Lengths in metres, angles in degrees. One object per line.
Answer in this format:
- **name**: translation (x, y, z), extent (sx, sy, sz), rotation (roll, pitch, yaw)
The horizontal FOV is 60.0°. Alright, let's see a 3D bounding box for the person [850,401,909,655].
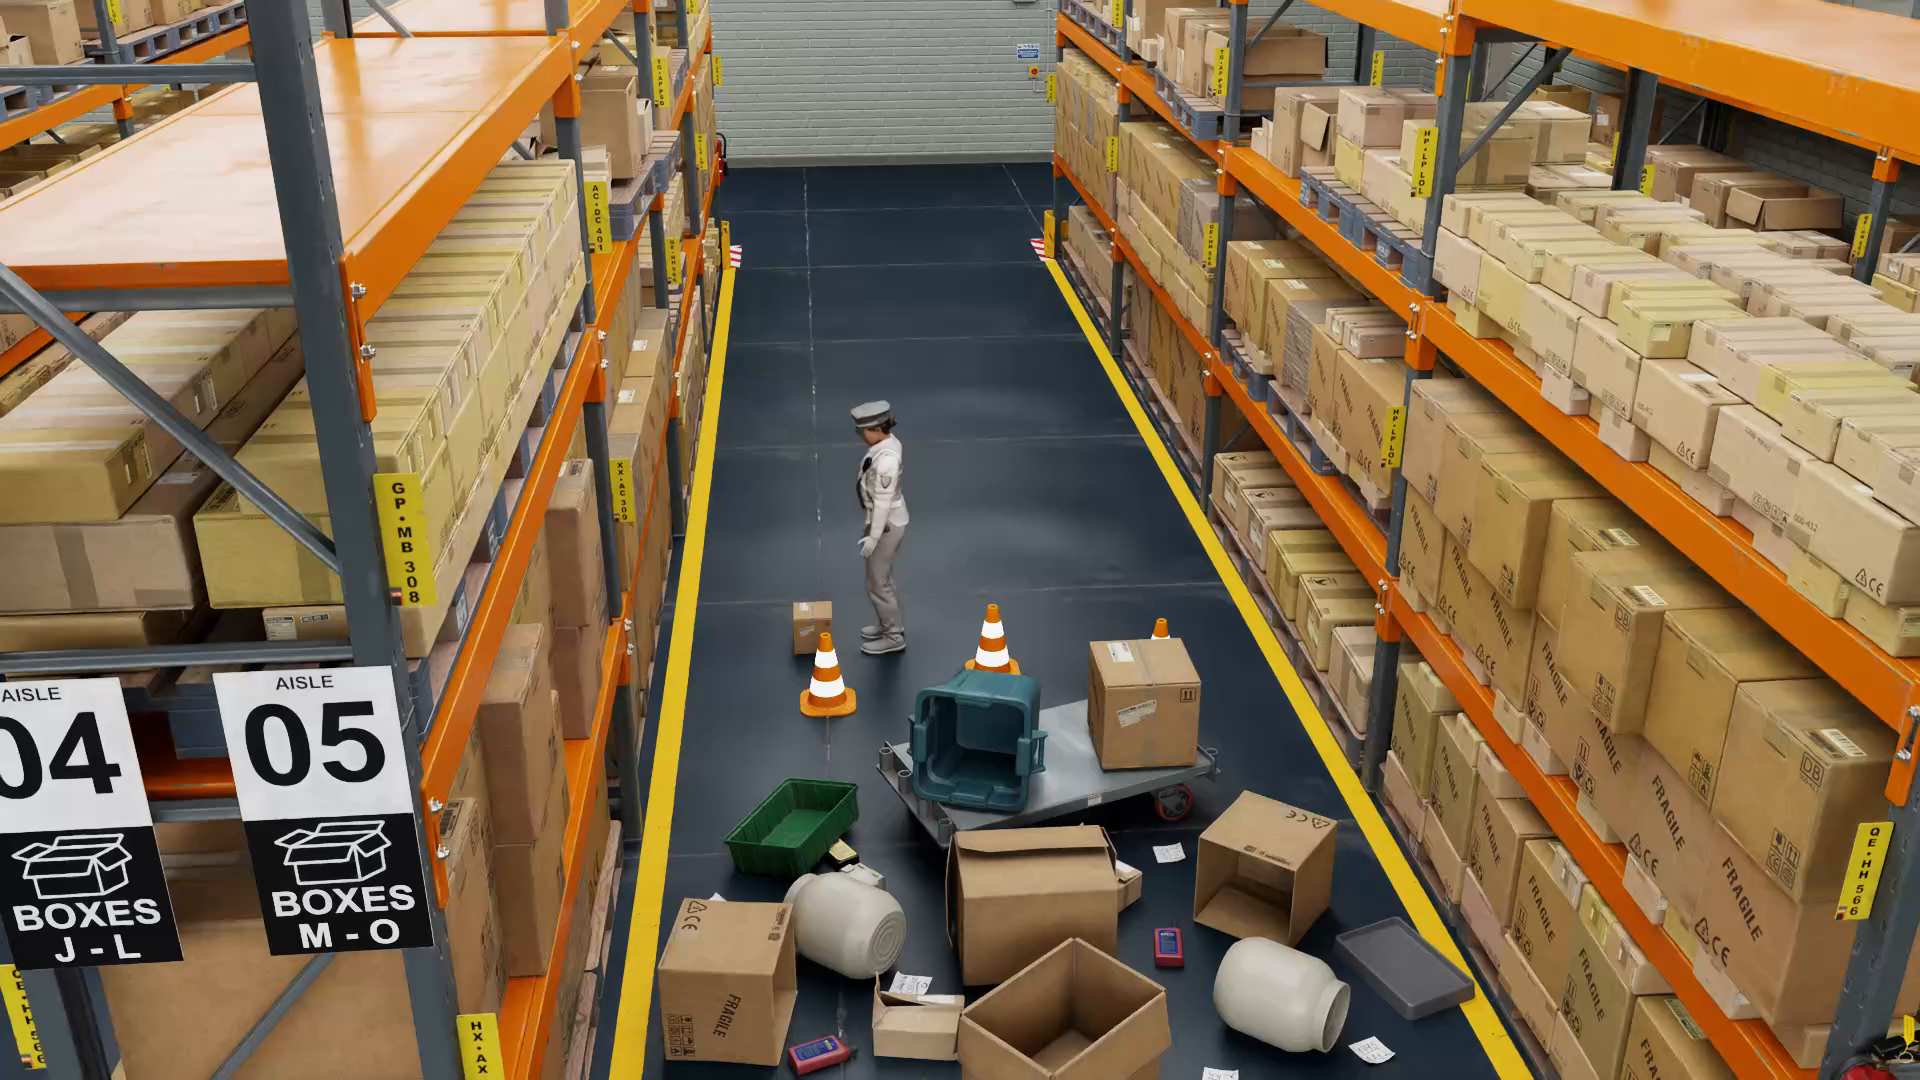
- **person**: translation (-0.496, -0.073, 10.496), extent (0.352, 1.660, 0.479), rotation (-2, 24, -4)
